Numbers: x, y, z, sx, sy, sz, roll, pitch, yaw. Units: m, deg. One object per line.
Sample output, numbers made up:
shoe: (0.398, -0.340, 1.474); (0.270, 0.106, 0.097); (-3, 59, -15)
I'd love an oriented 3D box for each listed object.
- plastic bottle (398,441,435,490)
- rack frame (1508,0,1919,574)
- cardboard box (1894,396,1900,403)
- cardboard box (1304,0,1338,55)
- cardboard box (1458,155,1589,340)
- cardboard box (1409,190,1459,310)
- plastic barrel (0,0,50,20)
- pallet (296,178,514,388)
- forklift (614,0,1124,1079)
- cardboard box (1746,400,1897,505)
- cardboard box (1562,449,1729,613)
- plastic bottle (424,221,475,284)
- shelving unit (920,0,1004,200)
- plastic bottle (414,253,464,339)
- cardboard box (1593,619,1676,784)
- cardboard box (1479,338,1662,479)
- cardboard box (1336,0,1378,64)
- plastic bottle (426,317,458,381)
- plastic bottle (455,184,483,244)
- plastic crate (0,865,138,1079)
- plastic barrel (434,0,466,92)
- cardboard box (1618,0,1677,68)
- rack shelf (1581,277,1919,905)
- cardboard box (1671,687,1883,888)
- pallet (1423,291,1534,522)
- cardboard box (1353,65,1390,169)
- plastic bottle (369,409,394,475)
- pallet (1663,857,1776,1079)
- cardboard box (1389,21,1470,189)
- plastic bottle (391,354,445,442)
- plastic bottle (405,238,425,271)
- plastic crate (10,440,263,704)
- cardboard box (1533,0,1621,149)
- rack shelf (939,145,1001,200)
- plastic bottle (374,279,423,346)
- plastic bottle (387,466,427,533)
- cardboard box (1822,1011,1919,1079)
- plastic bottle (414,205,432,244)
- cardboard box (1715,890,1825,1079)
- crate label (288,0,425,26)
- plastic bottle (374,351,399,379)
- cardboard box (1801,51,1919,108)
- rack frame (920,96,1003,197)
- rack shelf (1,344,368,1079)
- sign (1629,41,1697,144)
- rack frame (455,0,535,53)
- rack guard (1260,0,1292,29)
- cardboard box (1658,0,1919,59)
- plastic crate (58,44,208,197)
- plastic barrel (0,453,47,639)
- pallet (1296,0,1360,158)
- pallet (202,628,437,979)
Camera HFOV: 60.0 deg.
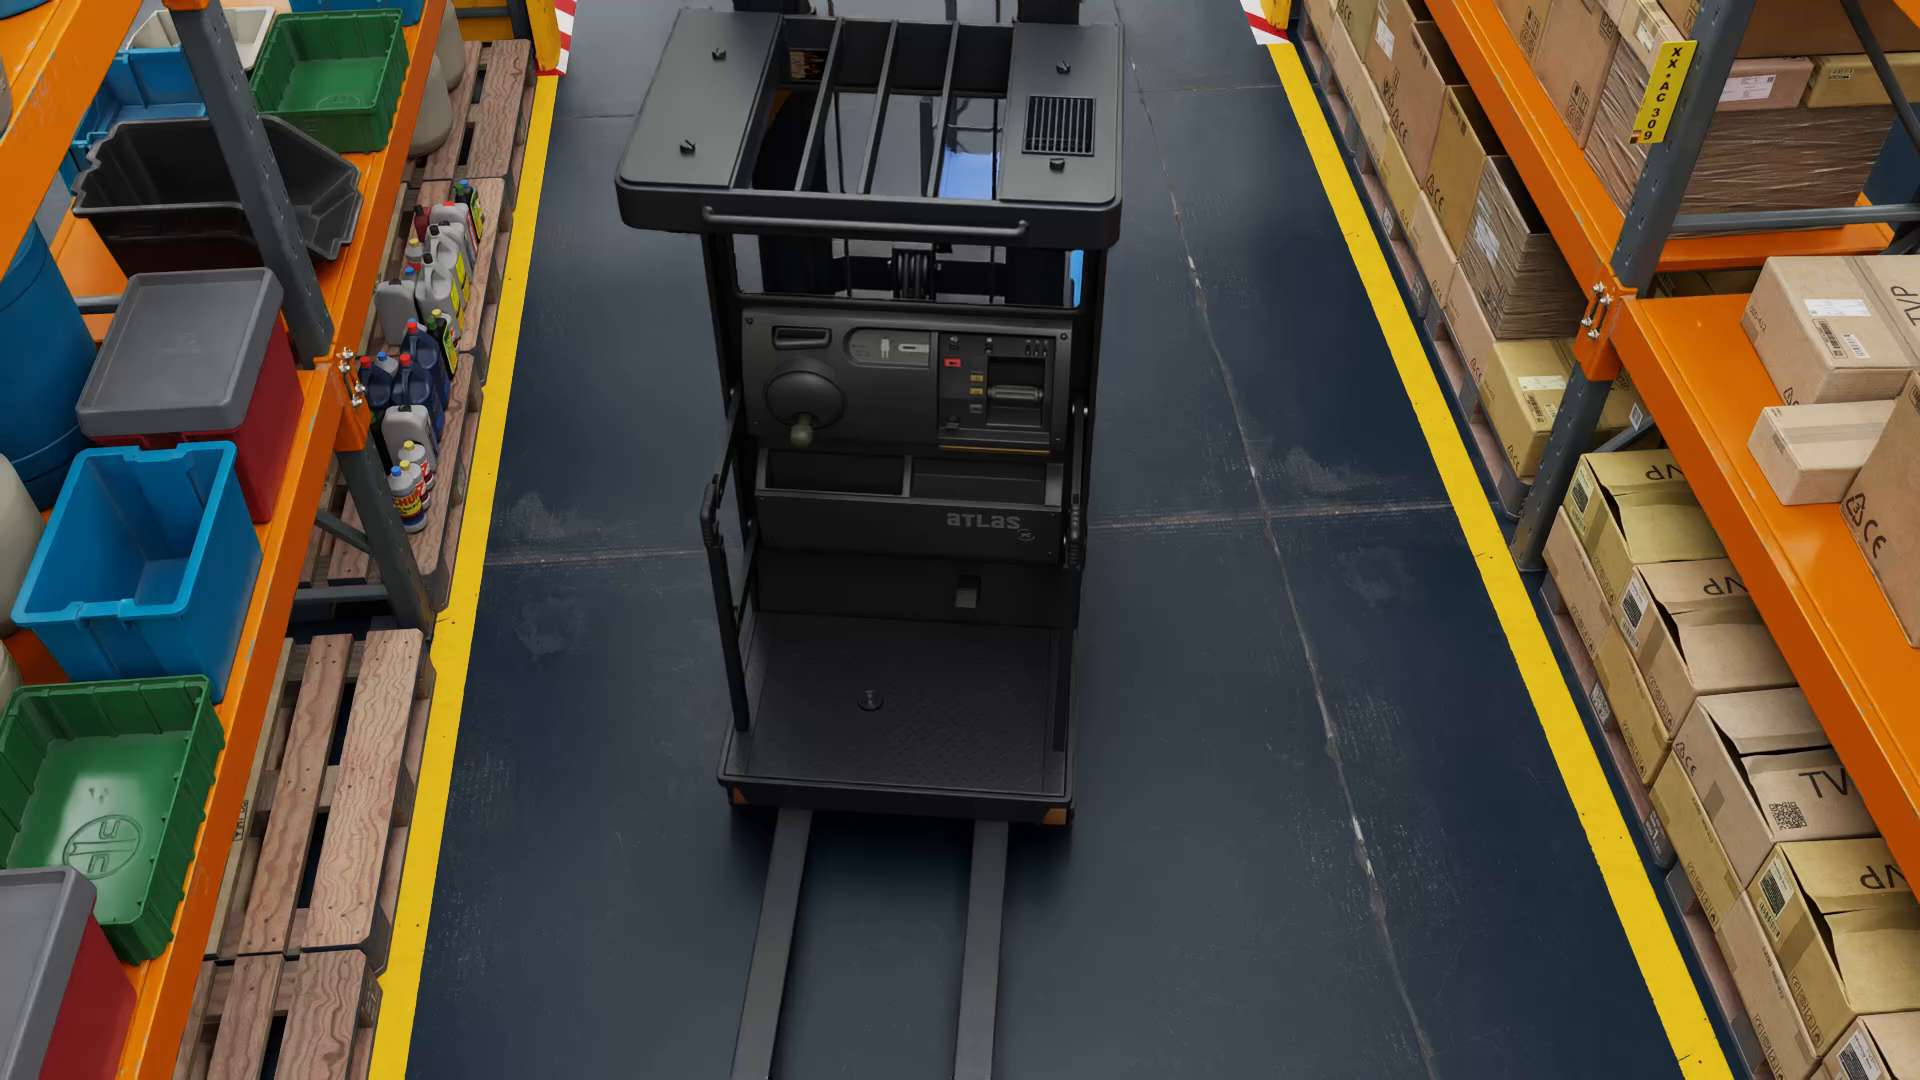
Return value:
plastic bottle: (-1.989, -0.278, 6.071); (0.097, 0.201, 0.097); (0, 47, 0)
rack frame: (2.554, -0.983, 5.115); (1.000, 3.000, 0.127); (-3, 47, -3)
cardboard box: (2.810, -0.311, 4.572); (0.396, 0.266, 0.258); (-5, 47, -4)
cardboard box: (2.042, -2.674, 8.321); (0.500, 0.250, 0.500); (-3, 47, -3)
cardboard box: (2.267, -1.124, 6.337); (0.500, 0.500, 0.500); (-3, 47, -3)
cardboard box: (2.209, -1.227, 6.951); (0.500, 0.250, 0.500); (-3, 47, -3)
plastic barrel: (-2.124, -1.533, 3.225); (0.600, 0.901, 0.708); (-3, 47, -3)
pallet: (-2.502, -1.099, 7.145); (1.003, 0.211, 1.213); (-3, 47, -3)
forklift: (-0.167, -0.347, 4.560); (1.130, 2.935, 3.031); (3, 47, 3)
cardboard box: (2.424, -0.243, 4.587); (0.380, 0.149, 0.250); (-3, 47, -3)
cardboard box: (2.340, -0.060, 5.459); (0.500, 0.311, 0.500); (-3, 47, -3)
plastic bottle: (-2.121, -1.206, 6.900); (0.152, 0.276, 0.135); (-5, 47, -4)
shelving unit: (0.155, -1.322, 6.469); (0.538, 1.500, 1.048); (3, 47, 3)
plastic bottle: (-2.088, -0.978, 6.632); (0.144, 0.351, 0.185); (-4, 47, -4)
cardboard box: (2.382, 0.495, 5.319); (0.500, 0.250, 0.500); (-2, 47, -2)
cardboard box: (2.297, -0.504, 6.266); (0.500, 0.250, 0.500); (-3, 47, -3)
cardboard box: (2.086, -2.570, 7.706); (0.500, 0.500, 0.500); (-3, 47, -3)
plastic bottle: (-2.025, -0.769, 6.480); (0.061, 0.283, 0.133); (-2, 47, -2)
plastic bottle: (-2.099, -1.410, 7.087); (0.061, 0.283, 0.133); (-2, 47, -2)
plastic crate: (-1.878, 1.000, 3.193); (0.402, 0.464, 0.583); (-3, 47, -3)
plastic barrel: (-2.586, -2.396, 7.877); (0.421, 0.512, 0.421); (0, 47, 0)
cardboard box: (2.299, -1.603, 5.186); (0.380, 0.149, 0.250); (-4, 47, -4)
rack shelf: (2.721, 0.712, 4.005); (1.077, 0.370, 4.000); (-3, 47, -3)
cardboard box: (2.421, 0.677, 4.761); (0.500, 0.311, 0.500); (-5, 47, -5)
pallet: (2.529, -0.602, 6.674); (1.003, 0.211, 1.213); (-3, 47, -3)
cardboard box: (2.129, -1.951, 7.636); (0.500, 0.250, 0.500); (-3, 47, -3)
plastic bottle: (-2.133, -0.384, 6.116); (0.061, 0.283, 0.133); (-3, 47, -3)
pallet: (2.760, 1.392, 4.787); (1.003, 0.211, 1.213); (-3, 47, -3)
cardboard box: (2.165, -1.846, 7.021); (0.500, 0.500, 0.500); (-3, 47, -3)
plastic bottle: (-2.037, -0.534, 6.211); (0.144, 0.351, 0.185); (-2, 47, -2)
plastic bottle: (-2.244, -1.160, 6.907); (0.097, 0.201, 0.097); (0, 47, 0)
plastic crate: (-1.980, 0.101, 4.100); (0.392, 0.384, 0.575); (-3, 47, -3)
cardboard box: (2.460, -1.719, 5.743); (0.700, 0.500, 0.500); (-4, 47, -4)
rack shelf: (0.155, -1.198, 6.600); (0.538, 0.185, 1.000); (3, 47, 3)
plastic bottle: (-2.233, -0.925, 6.633); (0.152, 0.276, 0.135); (-3, 47, -3)
plastic bottle: (-1.972, -0.154, 5.906); (0.097, 0.271, 0.097); (0, 47, 0)
cardboard box: (2.510, 1.415, 4.062); (0.500, 0.311, 0.500); (-4, 47, -4)
plastic bottle: (-2.239, -1.302, 6.985); (0.061, 0.283, 0.133); (-3, 47, -3)
cardboard box: (2.470, 1.238, 4.616); (0.500, 0.250, 0.500); (-3, 47, -3)
crate label: (-2.294, -2.275, 6.314); (0.502, 0.435, 0.616); (-3, 47, -3)
plastic bottle: (-2.169, -0.604, 6.332); (0.097, 0.271, 0.097); (0, 47, 0)
cardboard box: (2.724, -1.446, 5.038); (0.380, 0.149, 0.250); (-4, 47, -3)
rack frame: (0.115, -0.954, 6.121); (0.500, 1.500, 0.032); (3, 47, 3)
rack shelf: (-2.215, 1.010, 3.723); (1.077, 0.370, 4.000); (-3, 47, -3)
sign: (2.001, -1.273, 4.739); (0.100, 0.325, 0.005); (-3, 47, -3)
rack frame: (-2.717, -3.578, 7.573); (1.000, 3.000, 0.127); (-3, 47, -3)
rack guard: (2.217, -3.034, 8.780); (1.175, 0.500, 0.348); (-3, 47, -3)
cardboard box: (2.510, -1.784, 4.911); (0.700, 0.500, 0.500); (-3, 47, -3)
plastic crate: (-2.746, -1.417, 5.629); (0.499, 0.251, 0.616); (-3, 47, -3)
plastic barrel: (-2.521, -0.025, 4.114); (0.433, 0.535, 0.433); (0, 47, 0)
pallet: (2.325, -2.367, 8.346); (1.003, 0.211, 1.213); (-3, 47, -3)
pallet: (-2.278, 0.841, 5.309); (1.003, 0.211, 1.213); (-3, 47, -3)
